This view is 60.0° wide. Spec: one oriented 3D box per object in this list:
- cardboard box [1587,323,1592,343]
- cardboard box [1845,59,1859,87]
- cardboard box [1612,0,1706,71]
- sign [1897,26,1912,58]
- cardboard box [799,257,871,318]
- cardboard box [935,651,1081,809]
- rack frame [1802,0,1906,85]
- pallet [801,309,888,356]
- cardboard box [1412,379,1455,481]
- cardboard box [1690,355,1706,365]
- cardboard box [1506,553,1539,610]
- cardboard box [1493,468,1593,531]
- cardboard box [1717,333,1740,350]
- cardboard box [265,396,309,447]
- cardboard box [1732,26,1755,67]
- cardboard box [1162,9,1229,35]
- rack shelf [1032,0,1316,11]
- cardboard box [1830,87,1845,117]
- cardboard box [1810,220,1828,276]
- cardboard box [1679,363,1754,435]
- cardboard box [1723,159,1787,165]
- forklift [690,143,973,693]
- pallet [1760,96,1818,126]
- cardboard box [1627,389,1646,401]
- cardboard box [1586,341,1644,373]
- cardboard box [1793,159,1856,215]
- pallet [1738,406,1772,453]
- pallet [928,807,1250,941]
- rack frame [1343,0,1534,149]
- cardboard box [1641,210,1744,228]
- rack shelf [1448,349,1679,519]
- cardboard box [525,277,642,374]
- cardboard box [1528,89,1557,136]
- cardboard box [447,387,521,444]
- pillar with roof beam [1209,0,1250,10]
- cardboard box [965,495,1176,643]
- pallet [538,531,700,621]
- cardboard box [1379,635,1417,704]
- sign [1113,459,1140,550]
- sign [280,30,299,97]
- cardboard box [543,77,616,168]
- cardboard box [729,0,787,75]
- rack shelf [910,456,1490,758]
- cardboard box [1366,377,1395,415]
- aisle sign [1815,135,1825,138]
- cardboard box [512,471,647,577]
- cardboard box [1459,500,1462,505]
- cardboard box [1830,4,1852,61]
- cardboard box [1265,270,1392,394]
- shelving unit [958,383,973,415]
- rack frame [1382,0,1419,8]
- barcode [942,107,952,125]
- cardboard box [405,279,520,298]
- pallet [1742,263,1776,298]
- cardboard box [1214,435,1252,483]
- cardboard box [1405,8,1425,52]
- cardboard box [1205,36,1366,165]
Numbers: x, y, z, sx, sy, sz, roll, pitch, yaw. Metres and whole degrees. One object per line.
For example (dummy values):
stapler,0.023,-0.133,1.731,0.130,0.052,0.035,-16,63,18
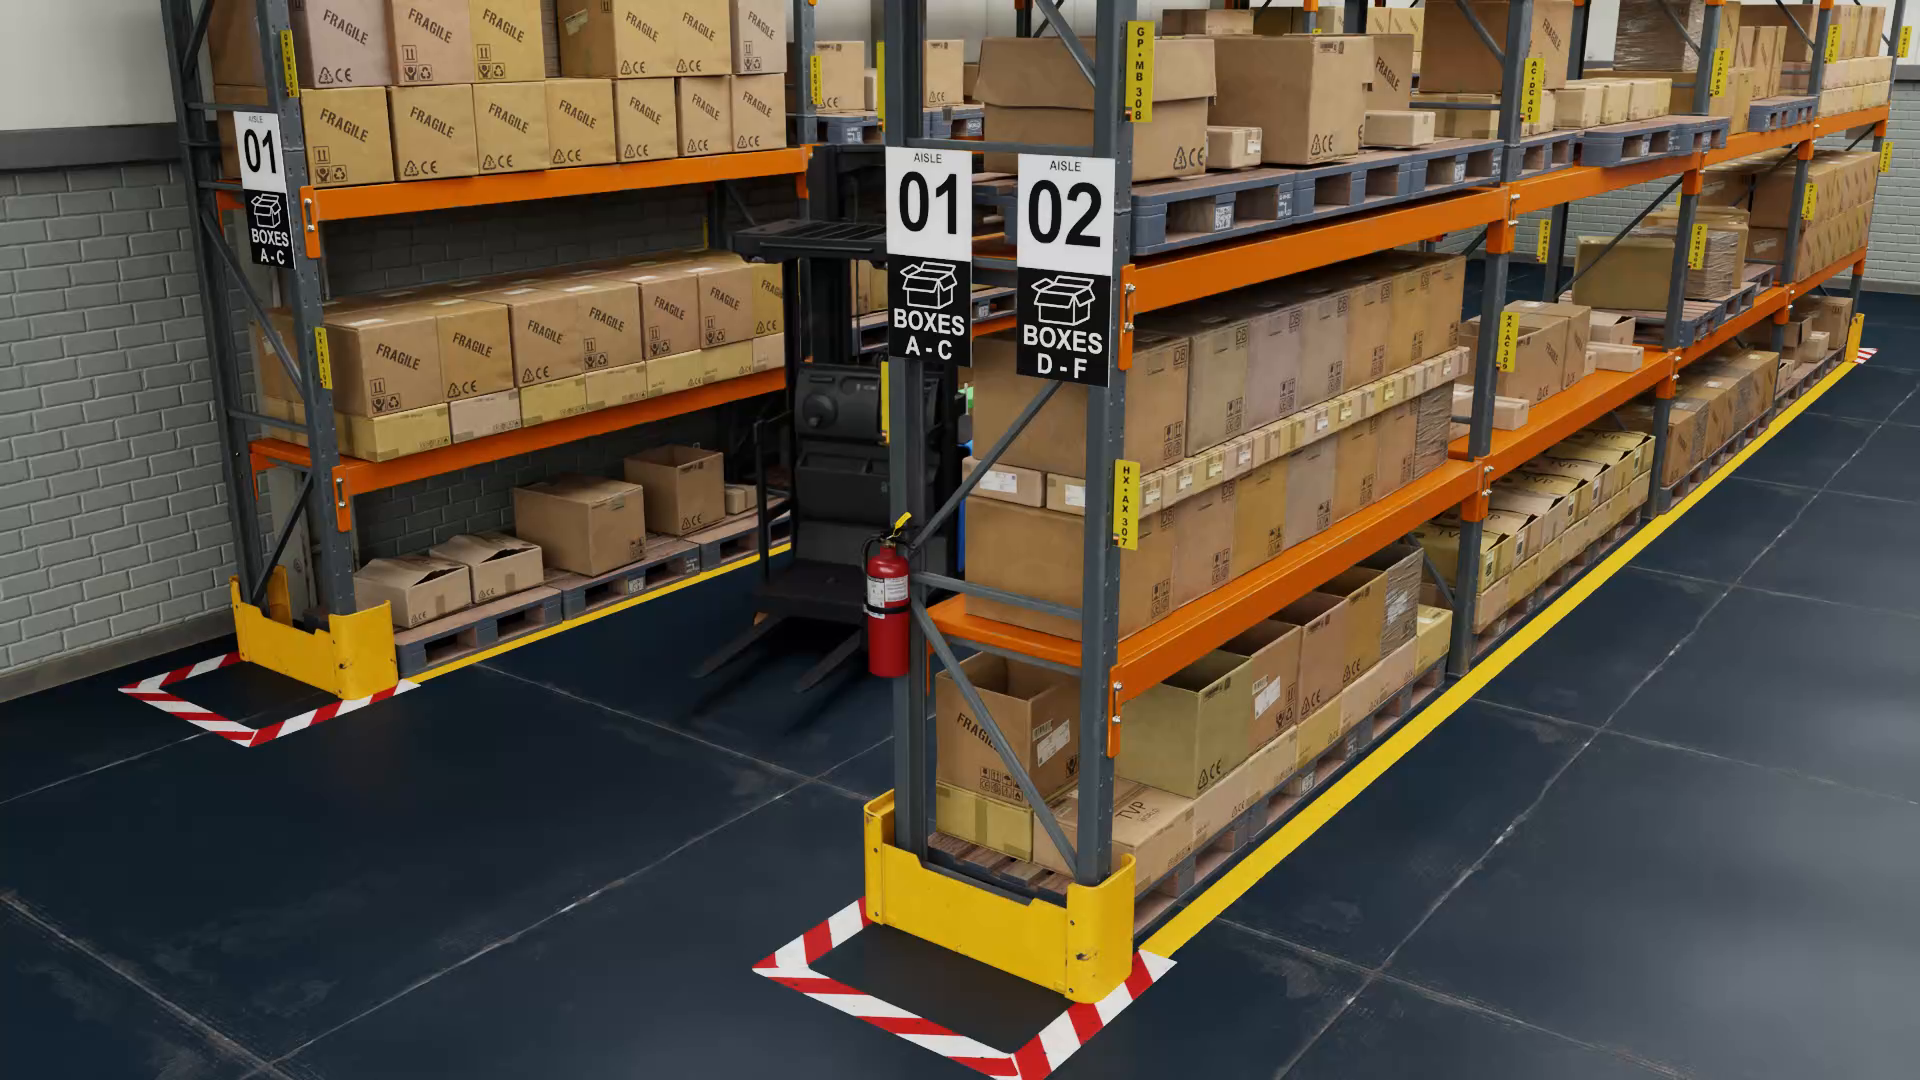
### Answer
cardboard box,4.236,-1.459,12.035,0.500,0.311,0.500,12,21,34
cardboard box,8.401,-4.541,16.162,0.500,0.250,0.500,12,21,35
cardboard box,5.190,-3.741,12.321,0.500,0.500,0.500,12,21,35
sign,10.125,-5.339,17.826,0.100,0.325,0.005,12,21,35
cardboard box,-1.109,-1.975,12.637,0.700,0.500,0.500,12,21,35
cardboard box,0.238,0.799,7.277,0.500,0.500,0.500,12,21,35
rack frame,9.691,-6.451,17.844,1.000,3.000,0.127,12,21,35
pallet,-0.867,-1.667,12.878,1.003,0.211,1.213,12,21,35
cardboard box,2.282,-0.669,9.171,0.700,0.500,0.500,12,21,33
cardboard box,6.515,-1.448,15.323,0.500,0.500,0.500,13,21,35
cardboard box,3.286,0.211,10.435,0.500,0.250,0.500,13,22,36
cardboard box,3.903,-0.304,11.147,0.500,0.311,0.500,13,22,36
cardboard box,7.420,-1.835,16.570,0.500,0.500,0.500,12,21,35
cardboard box,-3.700,-0.733,9.766,0.500,0.250,0.500,13,21,35
cardboard box,6.156,-3.937,13.760,0.600,0.600,0.600,11,21,33
cardboard box,2.381,-5.236,16.813,0.500,0.250,0.500,12,21,33
rack shelf,2.136,-5.362,16.224,1.077,0.370,4.000,12,21,35
cardboard box,8.098,-4.185,15.856,0.500,0.250,0.500,12,21,35
cardboard box,8.133,-2.877,16.281,0.500,0.500,0.500,13,21,36
cardboard box,6.644,-1.246,14.671,0.500,0.500,0.500,13,21,35
cardboard box,8.005,-3.567,16.819,0.500,0.500,0.500,13,21,35
forklift,-0.644,-0.829,9.972,1.130,2.935,3.031,6,18,19
pallet,6.863,-3.833,14.788,1.213,0.211,1.003,12,21,35
cardboard box,5.324,-1.333,13.688,0.500,0.250,0.500,13,22,37
cardboard box,4.611,-1.298,11.788,0.380,0.149,0.250,12,21,35
cardboard box,8.735,-3.590,16.890,0.500,0.500,0.500,13,22,36
pallet,6.854,-1.101,15.434,1.003,0.211,1.213,12,21,35
pallet,0.580,1.367,7.486,1.003,0.211,1.213,12,21,35
rack frame,2.541,-3.593,8.640,1.000,3.000,0.127,12,21,35
cardboard box,6.487,-2.633,14.789,0.500,0.500,0.700,-16,23,-42
rack shelf,3.733,-0.861,11.170,1.077,0.370,4.000,12,21,35
cardboard box,-2.383,-1.369,10.550,0.500,0.500,0.500,13,22,36
cardboard box,3.241,-2.566,9.935,0.500,0.250,0.500,10,20,29
cardboard box,-2.979,-0.774,9.897,0.500,0.250,0.500,12,21,33
pillar with roof beam,6.507,-5.932,16.171,9.100,9.000,0.400,12,21,35
cardboard box,0.446,0.068,6.798,0.700,0.500,0.500,12,21,35
pallet,-2.538,0.187,11.284,1.003,0.211,1.213,12,21,35
cardboard box,2.135,0.651,9.017,0.500,0.250,0.500,12,21,35
sign,0.600,-0.127,6.001,0.100,0.325,0.005,12,21,35
sign,-3.387,-2.404,8.395,0.100,0.325,0.005,12,21,35
cardboard box,-2.466,-2.552,10.145,0.500,0.500,0.500,14,22,38
cardboard box,-1.520,-3.402,11.196,0.500,0.500,0.500,10,20,30
rack shelf,1.350,0.092,8.103,1.077,0.370,4.000,12,21,35
cardboard box,1.944,-0.741,8.309,0.380,0.149,0.250,12,21,34
aisle sign,9.496,-4.896,18.567,0.394,0.787,0.004,12,21,35
cardboard box,-2.521,-0.117,11.034,0.700,0.500,0.500,11,20,31
cardboard box,3.157,-0.274,11.050,0.500,0.311,0.500,12,21,35
cardboard box,7.979,-4.808,15.755,0.700,0.500,0.500,12,21,35
cardboard box,1.683,-1.049,8.207,0.700,0.500,0.500,12,21,35
shelving unit,0.099,-0.612,12.193,0.258,1.200,0.503,12,21,35
rack frame,5.711,-7.326,20.660,1.000,3.000,0.127,12,21,35
barcode,-0.050,-1.642,6.437,0.001,0.075,0.075,12,21,35
cardboard box,-3.100,-1.338,10.448,0.500,0.500,0.500,12,21,33
pallet,6.744,-2.371,15.143,1.003,0.211,1.213,12,21,35
cardboard box,1.022,-0.370,7.116,0.380,0.149,0.250,12,21,34
cardboard box,5.187,-6.088,19.844,0.500,0.500,0.500,13,22,36
cardboard box,1.367,-1.870,7.037,0.500,0.500,0.500,12,21,35
